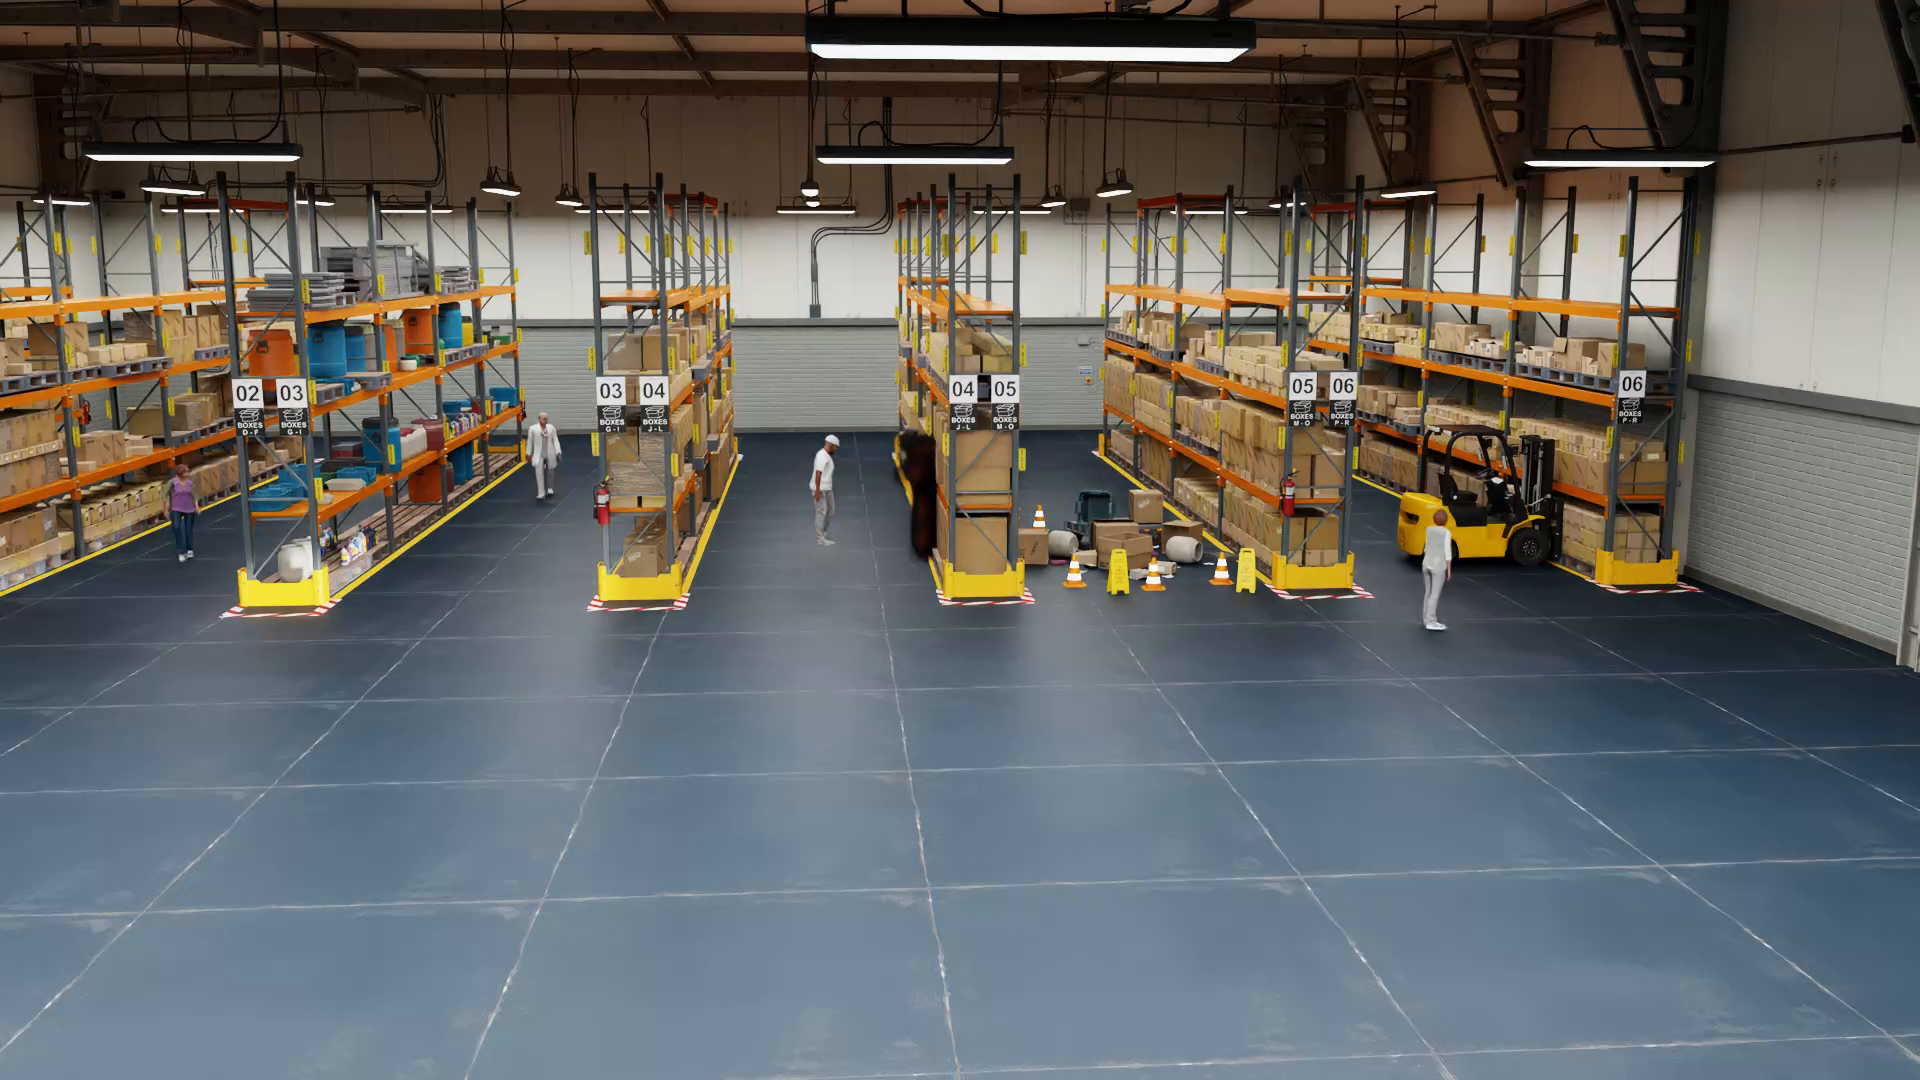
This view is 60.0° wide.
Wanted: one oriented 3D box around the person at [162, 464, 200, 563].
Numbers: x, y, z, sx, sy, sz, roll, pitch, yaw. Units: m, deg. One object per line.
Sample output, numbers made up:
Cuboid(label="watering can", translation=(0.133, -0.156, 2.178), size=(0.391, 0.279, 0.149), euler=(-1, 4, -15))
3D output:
Cuboid(label="person", translation=(-12.539, -0.440, 26.824), size=(0.552, 1.607, 0.634), euler=(-3, 11, -18))

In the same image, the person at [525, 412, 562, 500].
Cuboid(label="person", translation=(-8.324, -1.718, 33.232), size=(0.711, 1.670, 1.096), euler=(-2, 10, -12))

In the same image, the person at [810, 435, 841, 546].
Cuboid(label="person", translation=(-2.174, -0.767, 26.476), size=(0.482, 1.792, 0.612), euler=(3, 11, 18))

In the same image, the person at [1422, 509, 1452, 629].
Cuboid(label="person", translation=(6.305, 0.385, 21.909), size=(0.391, 1.612, 0.430), euler=(-6, 12, -31))
